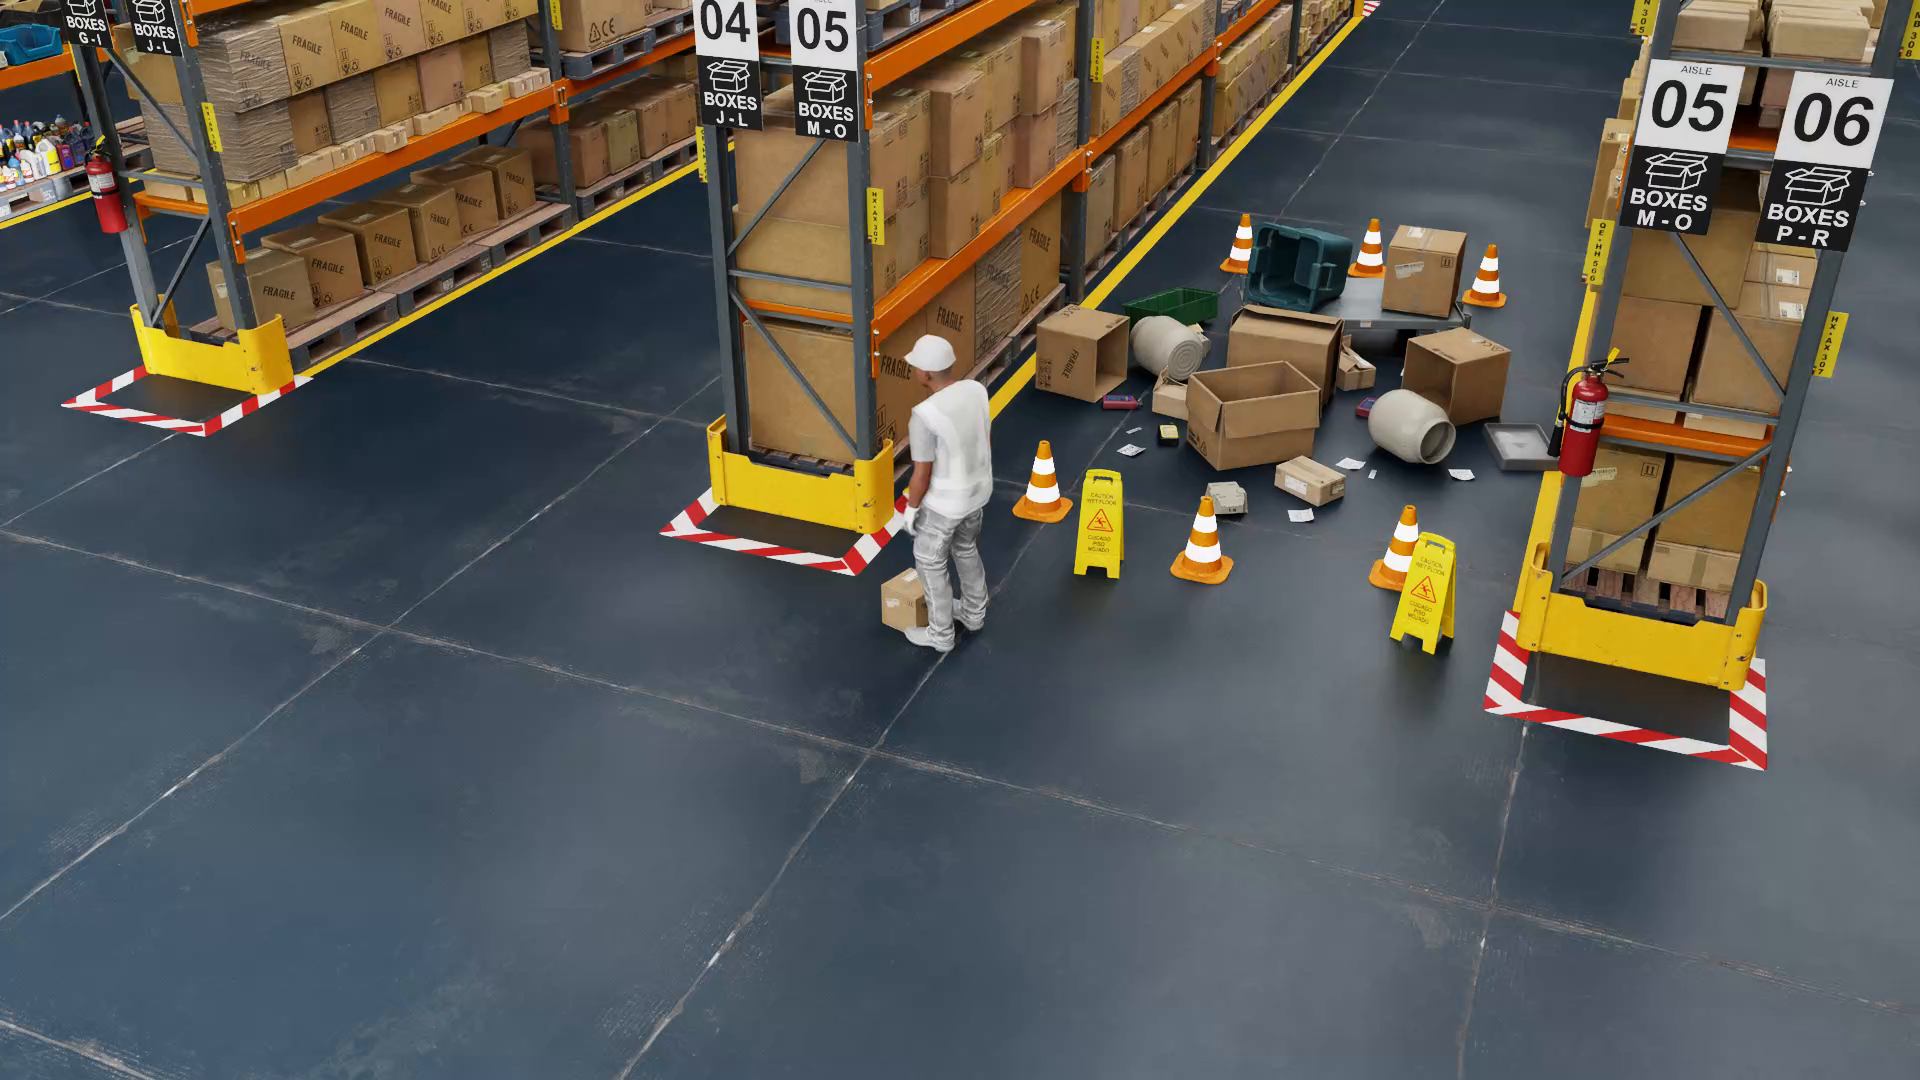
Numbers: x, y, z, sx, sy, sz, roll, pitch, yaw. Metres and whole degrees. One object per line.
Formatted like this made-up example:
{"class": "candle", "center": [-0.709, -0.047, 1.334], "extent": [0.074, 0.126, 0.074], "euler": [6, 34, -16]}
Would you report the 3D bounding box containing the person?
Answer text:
{"class": "person", "center": [-0.071, -0.246, 8.828], "extent": [0.451, 1.773, 0.615], "euler": [22, 36, 34]}
